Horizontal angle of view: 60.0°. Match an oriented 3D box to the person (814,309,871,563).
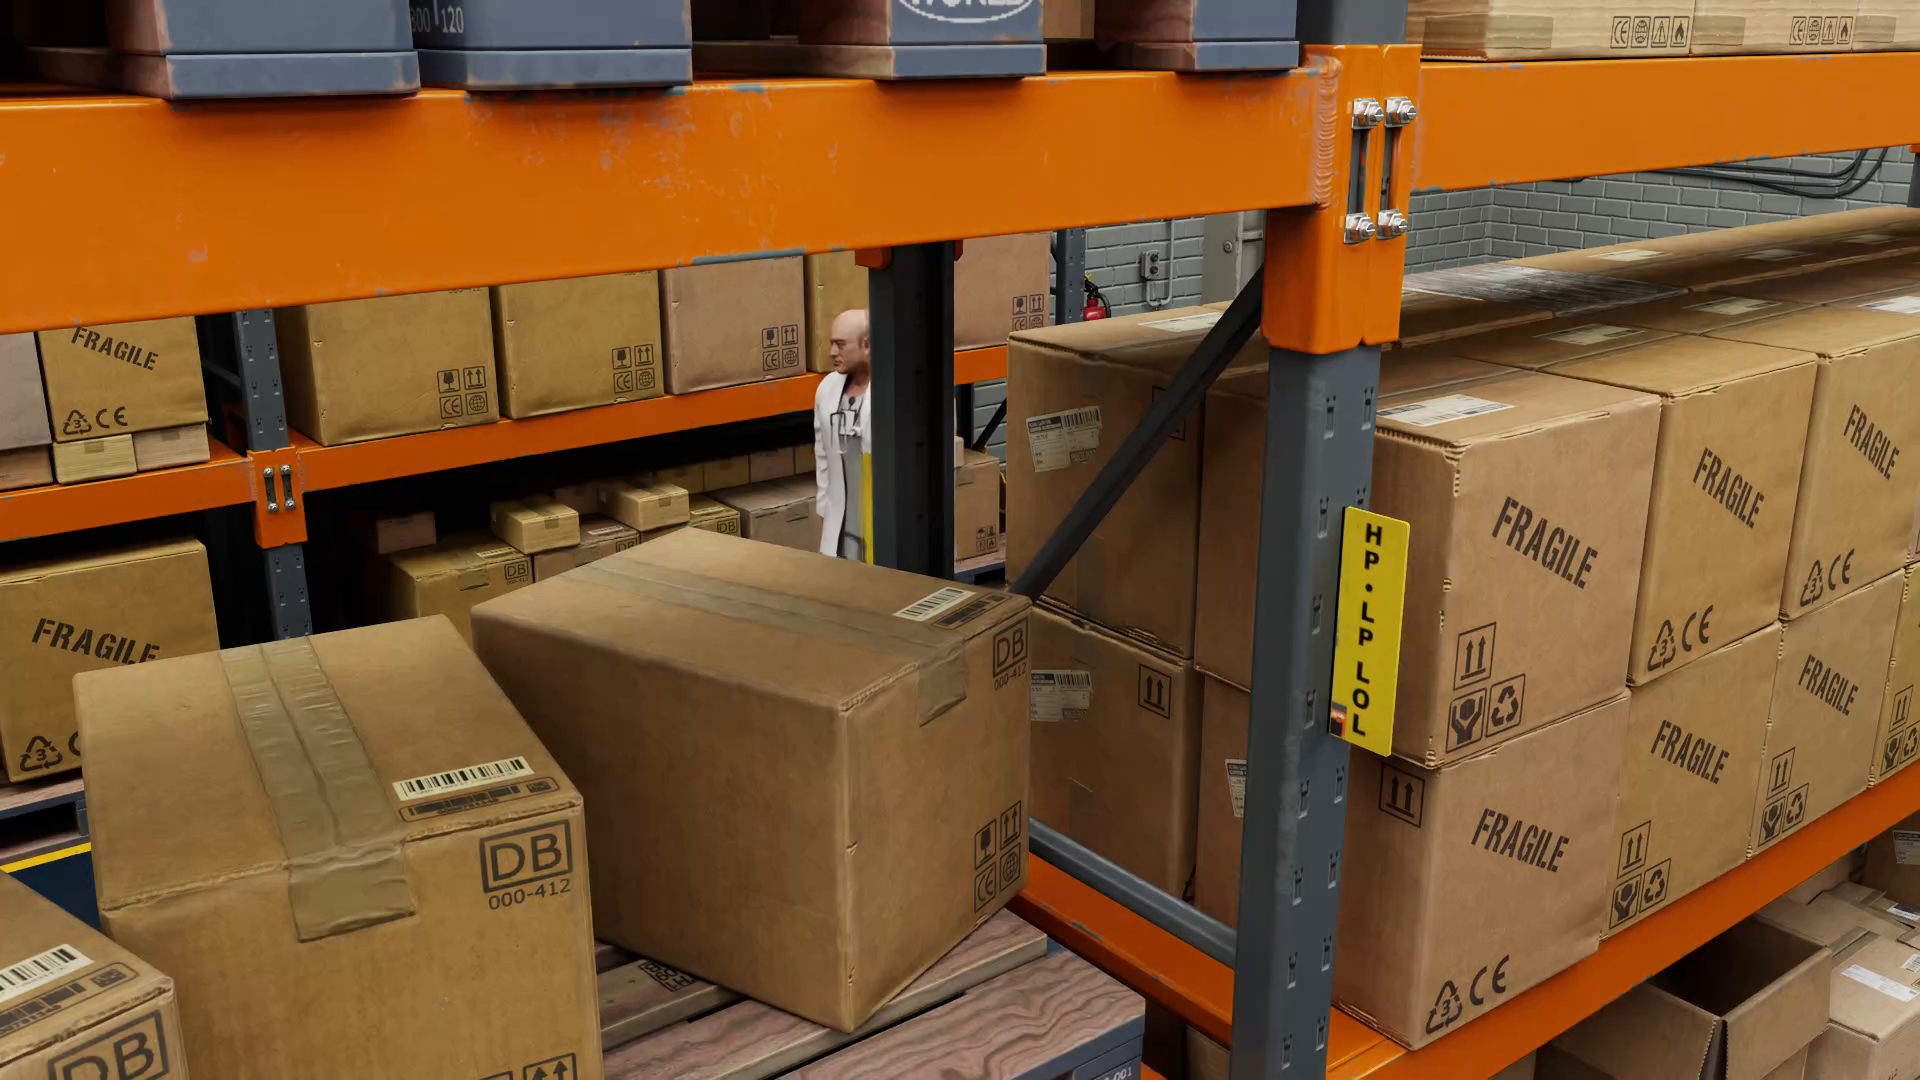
[{"bbox_3d":[-0.323,-0.077,6.819,0.613,1.769,0.667,8,19,24],"label":"person"}]
